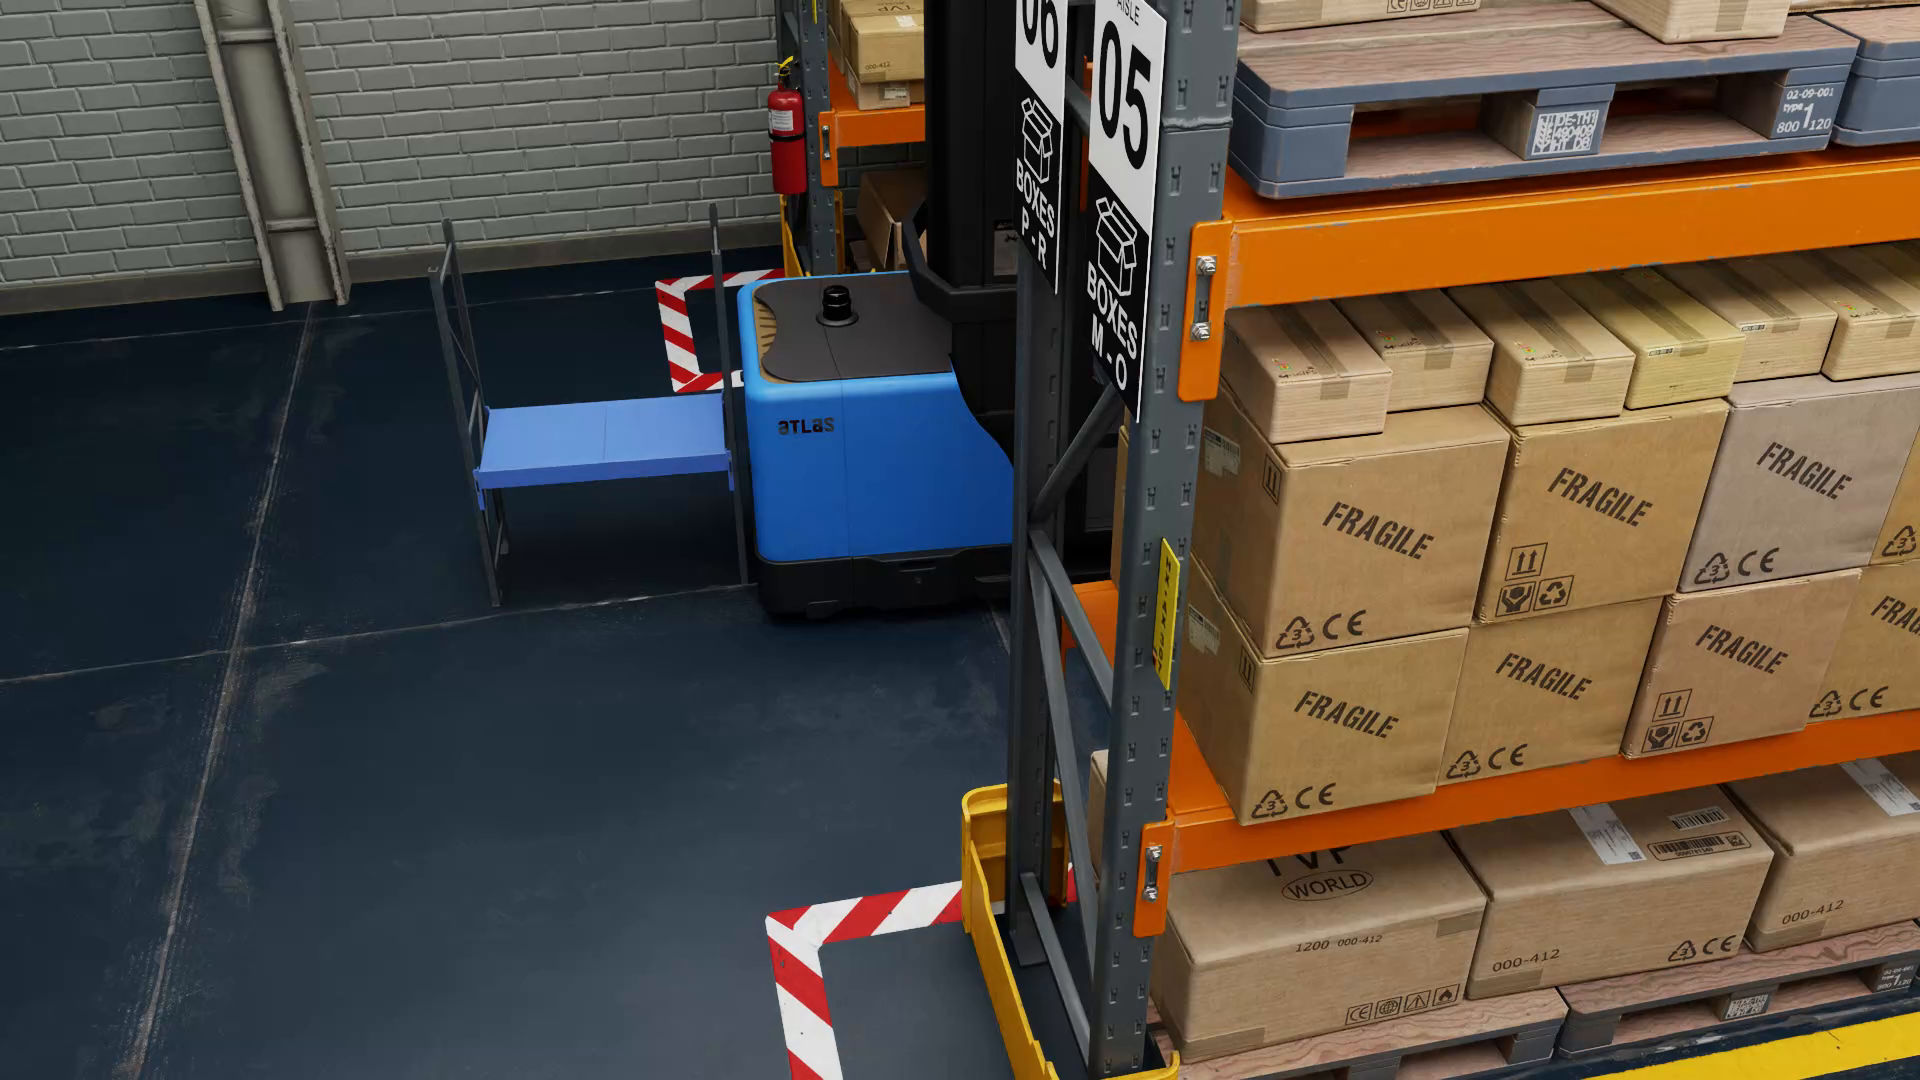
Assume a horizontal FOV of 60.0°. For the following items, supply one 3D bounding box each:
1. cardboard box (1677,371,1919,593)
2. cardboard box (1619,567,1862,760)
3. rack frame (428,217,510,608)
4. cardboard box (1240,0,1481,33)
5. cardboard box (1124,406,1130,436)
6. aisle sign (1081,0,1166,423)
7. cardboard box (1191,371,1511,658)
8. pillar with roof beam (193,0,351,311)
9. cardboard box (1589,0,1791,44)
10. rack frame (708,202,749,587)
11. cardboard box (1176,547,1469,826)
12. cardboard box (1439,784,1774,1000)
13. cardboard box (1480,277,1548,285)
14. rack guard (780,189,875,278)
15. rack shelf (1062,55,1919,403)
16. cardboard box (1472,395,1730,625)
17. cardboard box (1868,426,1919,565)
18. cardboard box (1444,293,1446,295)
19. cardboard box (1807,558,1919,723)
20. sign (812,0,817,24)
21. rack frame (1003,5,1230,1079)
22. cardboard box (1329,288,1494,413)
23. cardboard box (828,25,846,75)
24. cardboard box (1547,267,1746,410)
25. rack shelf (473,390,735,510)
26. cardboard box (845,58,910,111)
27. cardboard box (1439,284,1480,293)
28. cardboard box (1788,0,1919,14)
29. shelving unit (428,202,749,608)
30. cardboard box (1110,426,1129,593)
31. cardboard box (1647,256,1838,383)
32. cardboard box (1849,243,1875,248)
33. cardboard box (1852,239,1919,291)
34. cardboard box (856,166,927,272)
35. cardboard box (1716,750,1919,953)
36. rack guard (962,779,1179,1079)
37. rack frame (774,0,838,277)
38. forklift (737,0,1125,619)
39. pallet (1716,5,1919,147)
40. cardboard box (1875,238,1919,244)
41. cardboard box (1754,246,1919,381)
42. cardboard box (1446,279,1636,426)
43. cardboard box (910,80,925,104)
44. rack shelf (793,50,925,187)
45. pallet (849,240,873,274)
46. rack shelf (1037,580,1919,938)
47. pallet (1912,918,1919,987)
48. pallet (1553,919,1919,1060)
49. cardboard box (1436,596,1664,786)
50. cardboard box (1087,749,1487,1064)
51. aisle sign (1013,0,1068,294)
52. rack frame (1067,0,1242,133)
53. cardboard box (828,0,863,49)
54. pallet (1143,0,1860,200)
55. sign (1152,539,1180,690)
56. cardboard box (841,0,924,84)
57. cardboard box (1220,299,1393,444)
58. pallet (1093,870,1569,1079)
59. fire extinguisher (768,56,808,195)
[{"bbox_3d":[1.847,-0.248,3.940,0.500,0.500,0.500,-7,35,-11],"label":"cardboard box"},{"bbox_3d":[1.832,0.173,4.210,0.500,0.500,0.500,-7,35,-11],"label":"cardboard box"},{"bbox_3d":[-1.942,-0.483,6.624,0.032,1.500,0.500,-5,34,-7],"label":"rack frame"},{"bbox_3d":[0.732,-1.255,3.405,0.500,0.250,0.500,-10,35,-15],"label":"cardboard box"},{"bbox_3d":[0.731,-0.397,4.163,0.500,0.500,0.500,-6,34,-9],"label":"cardboard box"},{"bbox_3d":[0.307,-0.665,3.216,0.004,0.787,0.394,-7,35,-11],"label":"aisle sign"},{"bbox_3d":[0.844,-0.113,3.739,0.500,0.500,0.500,-8,35,-12],"label":"cardboard box"},{"bbox_3d":[-2.665,-2.759,3.286,0.400,9.000,9.100,-7,35,-11],"label":"pillar with roof beam"},{"bbox_3d":[1.425,-1.118,3.291,0.250,0.149,0.380,-6,34,-9],"label":"cardboard box"},{"bbox_3d":[-0.936,-0.567,6.749,0.032,1.500,0.500,-5,34,-7],"label":"rack frame"},{"bbox_3d":[0.844,0.303,4.016,0.500,0.500,0.500,-7,35,-11],"label":"cardboard box"},{"bbox_3d":[1.825,0.885,5.162,0.875,0.438,0.875,-6,34,-9],"label":"cardboard box"},{"bbox_3d":[1.349,-0.761,4.124,0.250,0.149,0.380,-6,34,-9],"label":"cardboard box"},{"bbox_3d":[-0.712,-1.421,8.919,0.348,0.500,1.175,-7,35,-11],"label":"rack guard"},{"bbox_3d":[2.264,-0.945,3.920,4.000,0.370,1.077,-7,35,-11],"label":"rack shelf"},{"bbox_3d":[1.346,-0.180,3.840,0.500,0.500,0.500,-8,35,-12],"label":"cardboard box"},{"bbox_3d":[2.333,-0.310,4.032,0.500,0.500,0.500,-7,35,-10],"label":"cardboard box"},{"bbox_3d":[1.234,-0.478,4.283,0.500,0.500,0.500,-7,35,-10],"label":"cardboard box"},{"bbox_3d":[2.317,0.103,4.315,0.500,0.500,0.500,-6,34,-9],"label":"cardboard box"},{"bbox_3d":[-0.666,-2.514,7.527,0.005,0.325,0.100,-7,35,-11],"label":"sign"},{"bbox_3d":[0.313,0.248,4.189,0.127,3.000,1.000,-7,35,-11],"label":"rack frame"},{"bbox_3d":[0.960,-0.442,3.648,0.250,0.149,0.380,-6,34,-9],"label":"cardboard box"},{"bbox_3d":[-0.522,-2.532,8.556,0.250,0.149,0.380,-8,35,-11],"label":"cardboard box"},{"bbox_3d":[1.492,-0.454,3.665,0.250,0.149,0.380,-8,35,-12],"label":"cardboard box"},{"bbox_3d":[-1.439,-0.376,6.787,1.000,0.185,0.538,-5,34,-7],"label":"rack shelf"},{"bbox_3d":[-0.405,-2.236,8.116,0.250,0.149,0.380,-7,35,-11],"label":"cardboard box"},{"bbox_3d":[1.094,-0.753,4.111,0.250,0.149,0.380,-8,35,-11],"label":"cardboard box"},{"bbox_3d":[1.784,-1.333,3.467,0.500,0.311,0.500,-7,34,-10],"label":"cardboard box"},{"bbox_3d":[-1.439,-0.525,6.686,1.048,1.500,0.538,-5,34,-7],"label":"shelving unit"},{"bbox_3d":[0.725,0.003,4.464,0.500,0.500,0.500,-7,34,-10],"label":"cardboard box"},{"bbox_3d":[1.736,-0.515,3.756,0.250,0.149,0.380,-7,34,-10],"label":"cardboard box"},{"bbox_3d":[2.111,-0.840,4.240,0.250,0.149,0.380,-6,34,-9],"label":"cardboard box"},{"bbox_3d":[2.242,-0.539,3.792,0.250,0.149,0.380,-8,35,-12],"label":"cardboard box"},{"bbox_3d":[-0.168,-1.611,8.822,0.637,0.503,0.797,-9,35,-12],"label":"cardboard box"},{"bbox_3d":[2.705,0.775,5.326,0.875,0.438,0.875,-8,35,-12],"label":"cardboard box"},{"bbox_3d":[0.289,1.289,4.881,0.348,0.500,1.175,-7,35,-11],"label":"rack guard"},{"bbox_3d":[-0.786,-2.449,8.208,0.127,3.000,1.000,-7,35,-11],"label":"rack frame"},{"bbox_3d":[0.619,-1.269,6.510,3.031,2.935,1.130,-5,34,-7],"label":"forklift"},{"bbox_3d":[2.227,-1.210,3.748,1.213,0.211,1.003,-7,35,-11],"label":"pallet"},{"bbox_3d":[2.360,-0.895,4.323,0.250,0.149,0.380,-7,35,-10],"label":"cardboard box"},{"bbox_3d":[1.989,-0.523,3.768,0.250,0.149,0.380,-7,34,-10],"label":"cardboard box"},{"bbox_3d":[1.239,-0.412,3.603,0.250,0.149,0.380,-6,34,-9],"label":"cardboard box"},{"bbox_3d":[-0.167,-2.293,8.200,0.250,0.149,0.380,-6,34,-9],"label":"cardboard box"},{"bbox_3d":[1.165,-2.397,8.775,4.000,0.370,1.077,-7,35,-11],"label":"rack shelf"},{"bbox_3d":[0.066,-1.399,9.146,1.213,0.211,1.003,-7,35,-11],"label":"pallet"},{"bbox_3d":[2.264,0.301,4.756,4.000,0.370,1.077,-7,35,-11],"label":"rack shelf"},{"bbox_3d":[3.455,0.965,5.623,1.213,0.211,1.003,-7,35,-11],"label":"pallet"},{"bbox_3d":[2.263,1.117,5.396,1.213,0.211,1.003,-7,35,-11],"label":"pallet"},{"bbox_3d":[1.332,0.226,4.131,0.500,0.500,0.500,-8,35,-11],"label":"cardboard box"},{"bbox_3d":[0.935,1.002,4.987,0.875,0.438,0.875,-8,35,-12],"label":"cardboard box"},{"bbox_3d":[0.174,-0.991,3.702,0.004,0.787,0.394,-7,35,-11],"label":"aisle sign"},{"bbox_3d":[0.313,-2.243,2.517,0.127,3.000,1.000,-7,35,-11],"label":"rack frame"},{"bbox_3d":[-0.396,-2.711,8.466,0.500,0.250,0.500,-6,34,-9],"label":"cardboard box"},{"bbox_3d":[1.034,-1.058,3.522,1.213,0.211,1.003,-7,35,-11],"label":"pallet"},{"bbox_3d":[0.430,0.158,3.475,0.005,0.325,0.100,-7,35,-11],"label":"sign"},{"bbox_3d":[-0.284,-2.420,8.032,0.500,0.250,0.500,-7,34,-10],"label":"cardboard box"},{"bbox_3d":[0.720,-0.371,3.542,0.250,0.149,0.380,-6,34,-10],"label":"cardboard box"},{"bbox_3d":[1.076,1.265,5.176,1.213,0.211,1.003,-7,35,-11],"label":"pallet"},{"bbox_3d":[-0.827,-1.993,7.932,0.183,0.674,0.296,-7,35,-11],"label":"fire extinguisher"}]
